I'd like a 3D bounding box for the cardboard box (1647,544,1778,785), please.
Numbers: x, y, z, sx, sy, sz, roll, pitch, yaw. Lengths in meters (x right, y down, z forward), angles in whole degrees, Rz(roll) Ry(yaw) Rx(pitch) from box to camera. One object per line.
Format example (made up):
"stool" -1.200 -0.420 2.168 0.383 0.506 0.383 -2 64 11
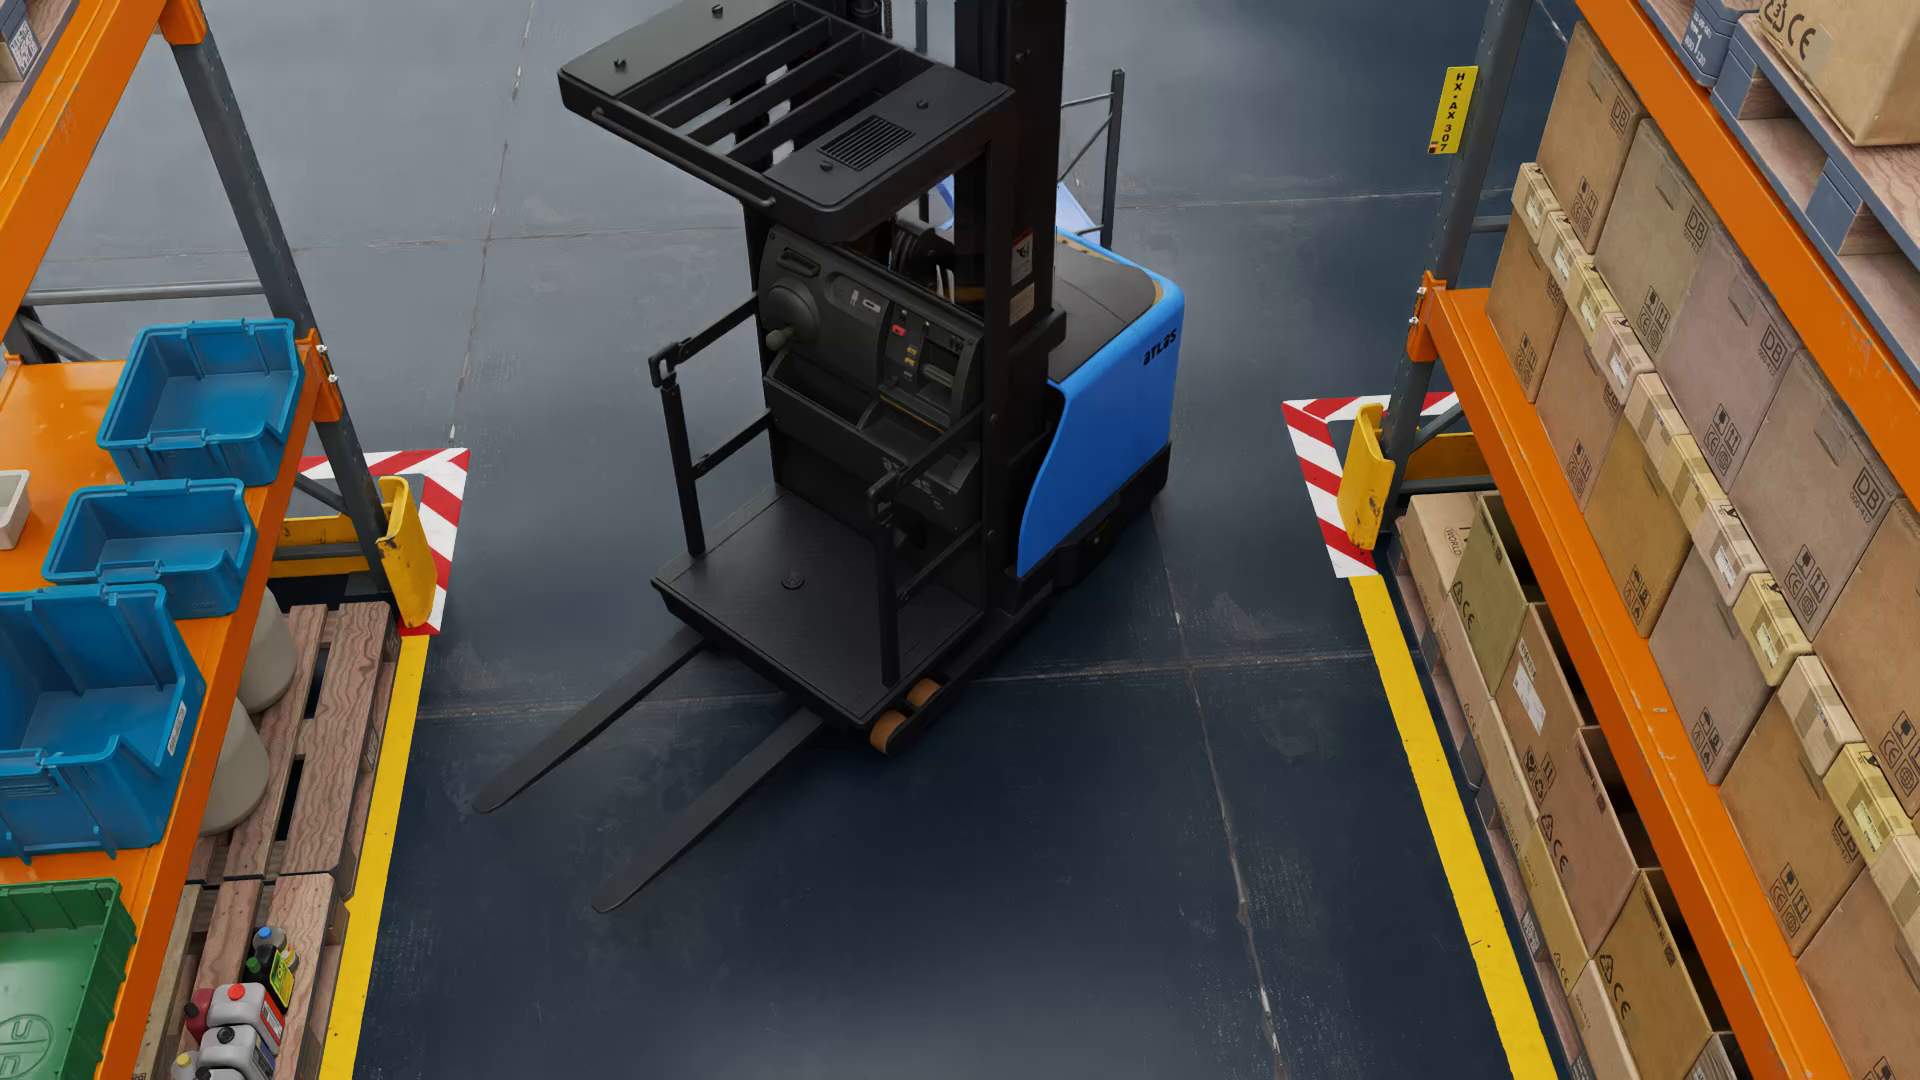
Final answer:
"cardboard box" 2.347 0.296 4.471 0.700 0.500 0.500 -2 47 -2

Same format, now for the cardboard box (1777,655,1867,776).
"cardboard box" 2.182 0.406 3.920 0.380 0.149 0.250 -2 47 -2

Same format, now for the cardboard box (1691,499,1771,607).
"cardboard box" 2.134 0.024 4.283 0.380 0.149 0.250 -3 47 -3

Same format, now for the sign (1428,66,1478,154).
"sign" 1.635 -1.424 5.518 0.100 0.325 0.005 -3 47 -3

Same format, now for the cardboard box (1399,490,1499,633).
"cardboard box" 2.011 0.074 6.355 0.500 0.250 0.500 -3 47 -3

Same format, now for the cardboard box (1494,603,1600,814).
"cardboard box" 2.110 0.539 5.398 0.500 0.500 0.500 -3 47 -3

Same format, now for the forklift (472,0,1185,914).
"forklift" -0.454 -0.633 5.467 1.130 2.935 3.031 31 54 26

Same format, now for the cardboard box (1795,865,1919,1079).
"cardboard box" 2.429 1.030 3.777 0.700 0.500 0.500 -4 47 -4

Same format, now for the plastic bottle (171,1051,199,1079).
"plastic bottle" -2.275 1.589 4.940 0.097 0.201 0.097 0 47 0

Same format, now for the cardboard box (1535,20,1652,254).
"cardboard box" 2.219 -1.232 5.025 0.700 0.500 0.500 -3 47 -3

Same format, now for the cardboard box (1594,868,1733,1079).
"cardboard box" 2.191 1.263 4.713 0.500 0.500 0.500 -3 47 -3

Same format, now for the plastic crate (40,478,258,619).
"plastic crate" -2.359 0.035 4.889 0.499 0.251 0.408 -3 47 -3

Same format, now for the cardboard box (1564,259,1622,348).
"cardboard box" 2.051 -0.717 4.984 0.380 0.149 0.250 -3 47 -3

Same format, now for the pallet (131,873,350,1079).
"pallet" -2.533 1.650 5.179 1.003 0.211 1.213 -3 47 -3

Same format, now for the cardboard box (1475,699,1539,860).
"cardboard box" 2.098 0.798 5.670 0.500 0.250 0.500 -3 47 -3

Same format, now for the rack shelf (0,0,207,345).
"rack shelf" -2.581 -0.167 3.408 1.077 0.370 4.000 -3 47 -3

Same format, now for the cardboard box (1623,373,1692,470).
"cardboard box" 2.094 -0.342 4.629 0.380 0.149 0.250 -5 47 -5

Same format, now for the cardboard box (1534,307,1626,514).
"cardboard box" 2.263 -0.444 5.173 0.700 0.500 0.500 -2 47 -2

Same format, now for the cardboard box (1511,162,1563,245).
"cardboard box" 2.006 -1.089 5.336 0.380 0.149 0.250 -4 47 -4

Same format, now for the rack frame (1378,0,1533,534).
"rack frame" 2.188 -1.128 5.889 1.000 3.000 0.127 -3 47 -3

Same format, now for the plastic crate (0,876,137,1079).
"plastic crate" -2.246 1.138 3.889 0.450 0.188 0.662 -3 47 -3

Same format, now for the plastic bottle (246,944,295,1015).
"plastic bottle" -2.130 1.338 5.121 0.061 0.283 0.133 -2 47 -2

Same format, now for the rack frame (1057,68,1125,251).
"rack frame" 0.416 -1.281 7.066 0.500 1.500 0.032 -16 49 -15

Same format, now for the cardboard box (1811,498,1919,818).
"cardboard box" 2.395 0.237 3.634 0.700 0.500 0.500 -4 47 -3

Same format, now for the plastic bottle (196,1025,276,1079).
"plastic bottle" -2.152 1.542 4.933 0.152 0.276 0.135 -5 47 -4

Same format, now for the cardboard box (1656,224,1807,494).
"cardboard box" 2.311 -0.487 4.319 0.700 0.500 0.500 -3 47 -3

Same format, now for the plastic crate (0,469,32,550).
"plastic crate" -2.994 -0.072 5.070 0.298 0.136 0.250 -3 47 -3

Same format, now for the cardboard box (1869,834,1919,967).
"cardboard box" 2.221 0.766 3.579 0.380 0.149 0.250 -4 47 -3

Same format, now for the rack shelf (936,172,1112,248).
"rack shelf" 0.229 -1.500 7.522 0.538 0.185 1.000 -16 49 -15

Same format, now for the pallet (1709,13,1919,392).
"pallet" 2.327 -0.731 3.508 1.003 0.211 1.213 -3 47 -3

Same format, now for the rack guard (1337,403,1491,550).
"rack guard" 2.186 -0.286 6.813 1.175 0.500 0.348 -3 47 -3

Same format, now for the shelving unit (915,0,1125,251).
"shelving unit" 0.229 -1.624 7.391 0.538 1.500 1.048 -16 49 -15

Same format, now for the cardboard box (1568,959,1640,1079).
"cardboard box" 2.178 1.522 4.984 0.500 0.250 0.500 -3 47 -3

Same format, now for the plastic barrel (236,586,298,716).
"plastic barrel" -2.617 0.353 5.911 0.421 0.512 0.421 0 47 0

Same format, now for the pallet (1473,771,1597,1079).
"pallet" 2.393 1.262 5.546 1.003 0.211 1.213 -3 47 -3
